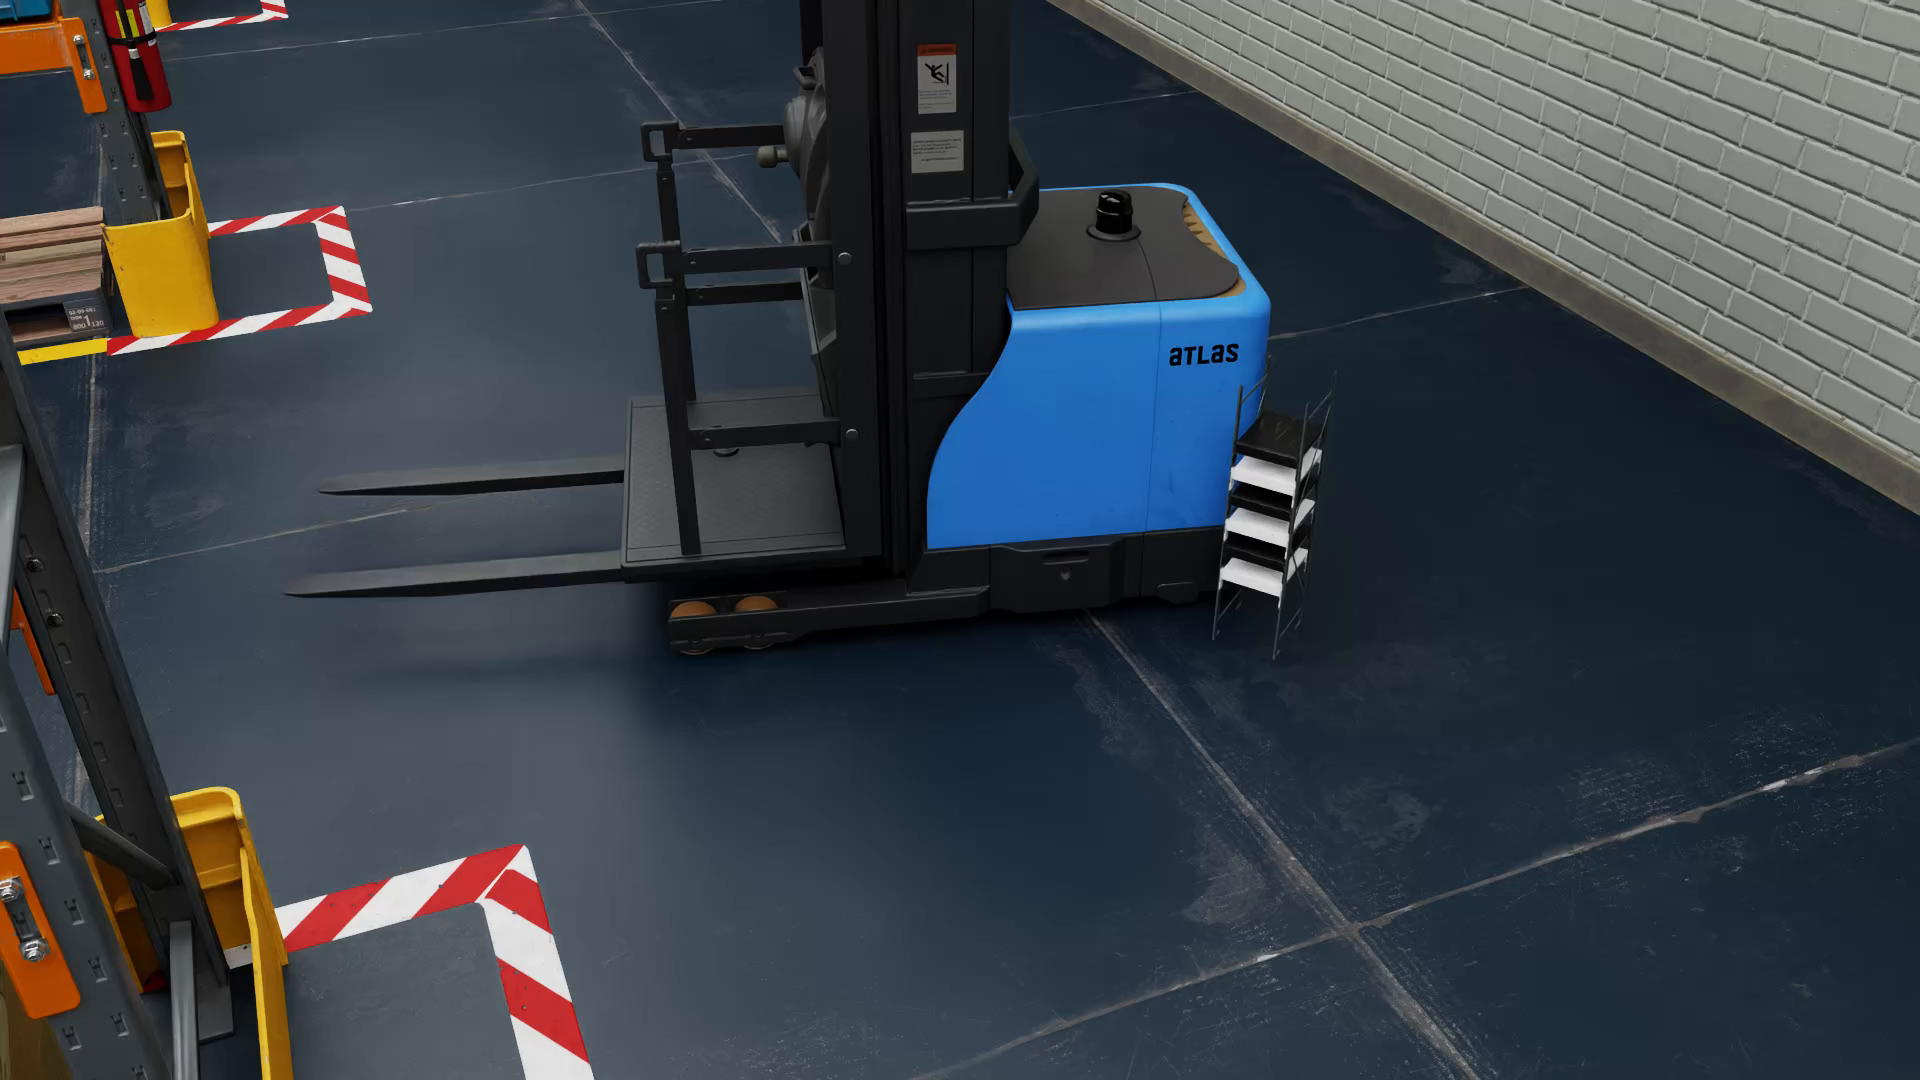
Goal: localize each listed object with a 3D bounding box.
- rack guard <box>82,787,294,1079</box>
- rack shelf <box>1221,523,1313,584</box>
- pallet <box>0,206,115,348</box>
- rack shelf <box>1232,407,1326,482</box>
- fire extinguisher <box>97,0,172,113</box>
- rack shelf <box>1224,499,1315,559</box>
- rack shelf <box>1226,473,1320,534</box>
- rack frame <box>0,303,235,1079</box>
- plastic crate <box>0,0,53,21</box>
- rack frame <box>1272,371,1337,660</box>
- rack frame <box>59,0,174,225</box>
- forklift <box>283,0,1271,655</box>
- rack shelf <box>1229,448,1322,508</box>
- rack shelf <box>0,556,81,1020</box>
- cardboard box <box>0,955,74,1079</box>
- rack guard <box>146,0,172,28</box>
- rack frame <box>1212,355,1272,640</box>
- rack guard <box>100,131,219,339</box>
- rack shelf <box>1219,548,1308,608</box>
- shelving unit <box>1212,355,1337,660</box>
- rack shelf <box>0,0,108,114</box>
[{"bbox_3d":[-1.650,1.112,3.582,0.348,0.500,1.175,-13,35,-19],"label":"rack guard"},{"bbox_3d":[0.950,0.015,5.128,0.200,0.077,0.258,18,37,25],"label":"rack shelf"},{"bbox_3d":[-4.365,-1.097,7.243,1.213,0.211,1.003,-13,35,-19],"label":"pallet"},{"bbox_3d":[0.951,-0.287,4.931,0.200,0.077,0.258,18,37,25],"label":"rack shelf"},{"bbox_3d":[-3.274,-2.035,6.541,0.183,0.674,0.296,-13,35,-19],"label":"fire extinguisher"},{"bbox_3d":[0.950,-0.061,5.078,0.200,0.077,0.258,18,37,25],"label":"rack shelf"},{"bbox_3d":[0.950,-0.136,5.029,0.200,0.077,0.258,18,37,25],"label":"rack shelf"},{"bbox_3d":[-1.672,0.070,2.892,0.127,3.000,1.000,-13,35,-19],"label":"rack frame"},{"bbox_3d":[-3.826,-2.296,6.441,0.499,0.435,0.616,-13,35,-19],"label":"plastic crate"},{"bbox_3d":[1.038,-0.060,5.017,0.006,0.900,0.240,18,37,25],"label":"rack frame"},{"bbox_3d":[-3.589,-2.421,6.720,0.127,3.000,1.000,-13,35,-19],"label":"rack frame"},{"bbox_3d":[-0.624,-1.178,4.874,3.031,2.935,1.130,-5,33,-7],"label":"forklift"},{"bbox_3d":[0.950,-0.211,4.980,0.200,0.077,0.258,18,37,25],"label":"rack shelf"},{"bbox_3d":[-3.516,0.794,2.440,4.000,0.370,1.077,-13,35,-19],"label":"rack shelf"},{"bbox_3d":[-2.231,0.960,3.088,0.875,0.875,0.875,-13,35,-19],"label":"cardboard box"},{"bbox_3d":[-5.574,-3.849,11.207,0.348,0.500,1.175,-13,35,-19],"label":"rack guard"},{"bbox_3d":[0.862,-0.117,5.103,0.006,0.900,0.240,18,37,25],"label":"rack frame"},{"bbox_3d":[-3.572,-1.385,7.420,0.348,0.500,1.175,-13,35,-19],"label":"rack guard"},{"bbox_3d":[0.949,0.090,5.177,0.200,0.077,0.258,18,37,25],"label":"rack shelf"},{"bbox_3d":[0.950,-0.088,5.060,0.210,0.900,0.258,18,37,25],"label":"shelving unit"},{"bbox_3d":[-5.434,-1.697,6.267,4.000,0.370,1.077,-13,35,-19],"label":"rack shelf"}]
